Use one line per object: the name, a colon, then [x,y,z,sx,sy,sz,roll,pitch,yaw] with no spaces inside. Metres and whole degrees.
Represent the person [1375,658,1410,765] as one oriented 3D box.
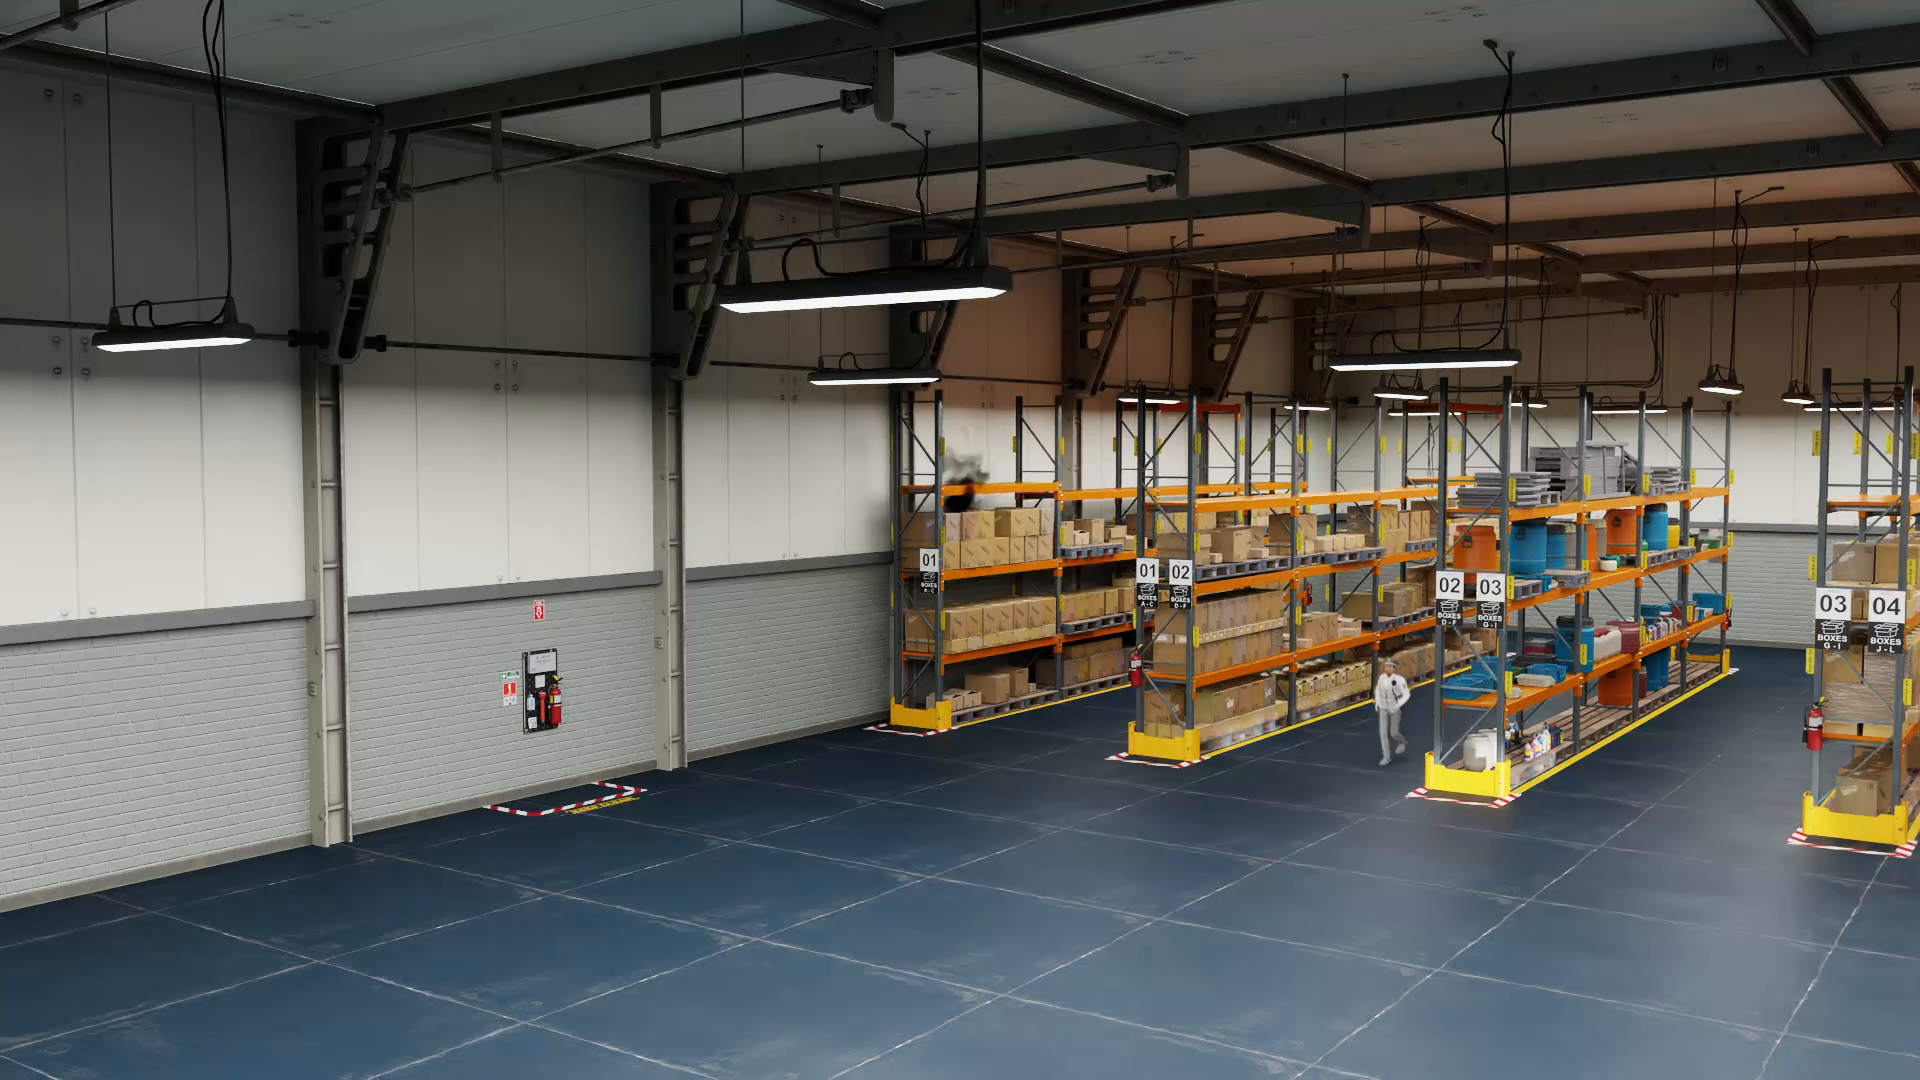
person: [6.856,2.693,26.397,0.627,1.689,0.775,2,4,36]
